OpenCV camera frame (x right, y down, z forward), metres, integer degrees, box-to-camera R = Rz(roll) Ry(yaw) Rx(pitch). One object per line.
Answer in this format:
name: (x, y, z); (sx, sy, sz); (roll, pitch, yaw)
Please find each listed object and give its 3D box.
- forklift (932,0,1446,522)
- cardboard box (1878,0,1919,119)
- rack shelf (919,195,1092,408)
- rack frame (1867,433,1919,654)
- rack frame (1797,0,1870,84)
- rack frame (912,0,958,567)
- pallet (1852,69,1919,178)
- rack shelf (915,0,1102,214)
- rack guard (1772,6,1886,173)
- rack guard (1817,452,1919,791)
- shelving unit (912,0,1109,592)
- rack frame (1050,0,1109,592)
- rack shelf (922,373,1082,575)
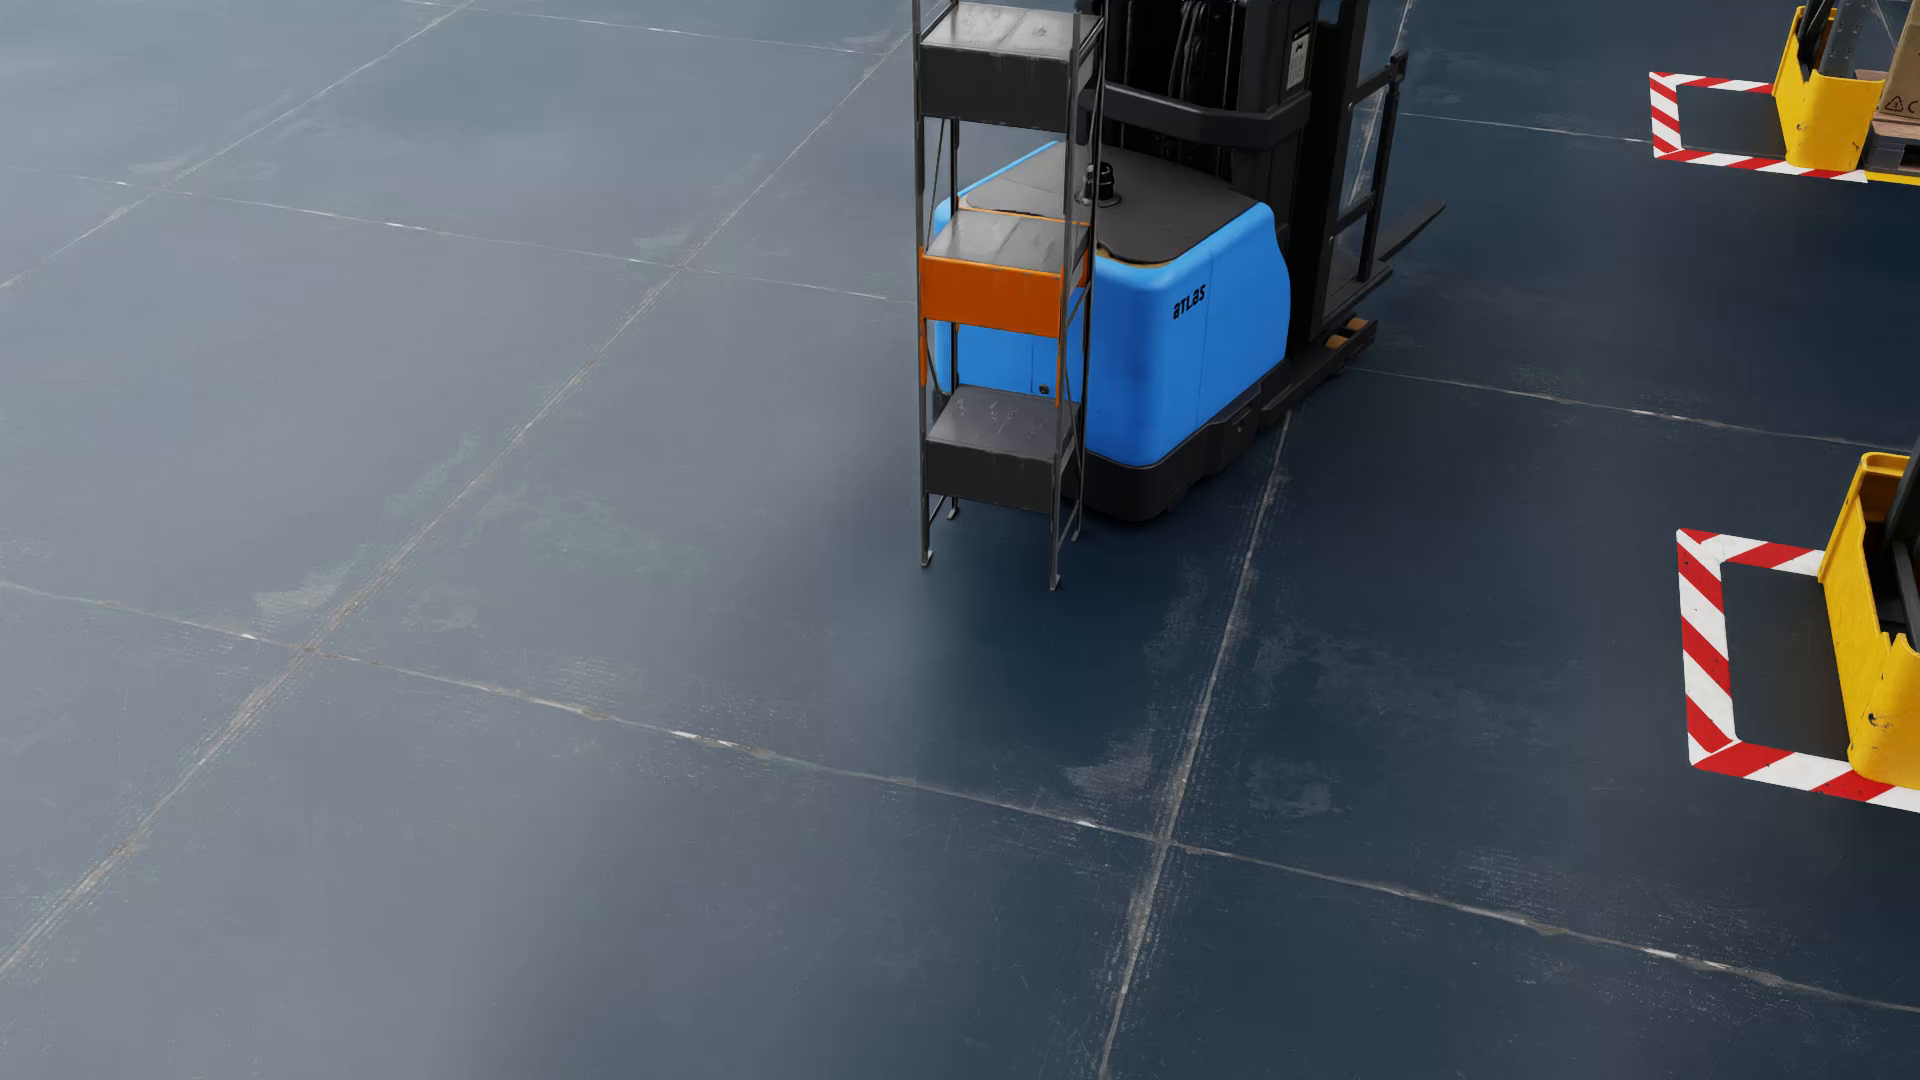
forklift: (1.185, -2.065, 6.583); (1.130, 2.935, 3.031); (25, 43, 29)
cardboard box: (5.337, -2.589, 8.991); (0.500, 0.500, 0.500); (18, 40, 22)
rack shelf: (0.158, -0.805, 5.596); (0.480, 0.518, 0.431); (10, 38, 14)
rack frame: (3.170, -0.758, 4.749); (0.127, 3.000, 1.000); (10, 38, 14)
rack frame: (4.746, -3.546, 8.538); (0.127, 3.000, 1.000); (10, 38, 14)
rack frame: (-0.075, -0.860, 5.646); (0.015, 2.100, 0.400); (10, 38, 14)
pallet: (5.583, -2.246, 9.124); (1.213, 0.211, 1.003); (10, 38, 14)
rack shelf: (0.158, -1.369, 5.181); (0.480, 0.518, 0.431); (10, 38, 14)
rack guard: (4.818, -2.526, 9.260); (0.348, 0.500, 1.175); (10, 38, 14)
rack guard: (3.148, 0.245, 5.496); (0.348, 0.500, 1.175); (10, 38, 14)
shelving unit: (0.158, -0.816, 5.588); (0.503, 2.100, 0.431); (10, 38, 14)
rack frame: (0.391, -0.773, 5.529); (0.015, 2.100, 0.400); (10, 38, 14)
rack shelf: (0.158, -0.242, 6.011); (0.480, 0.518, 0.431); (10, 38, 14)
